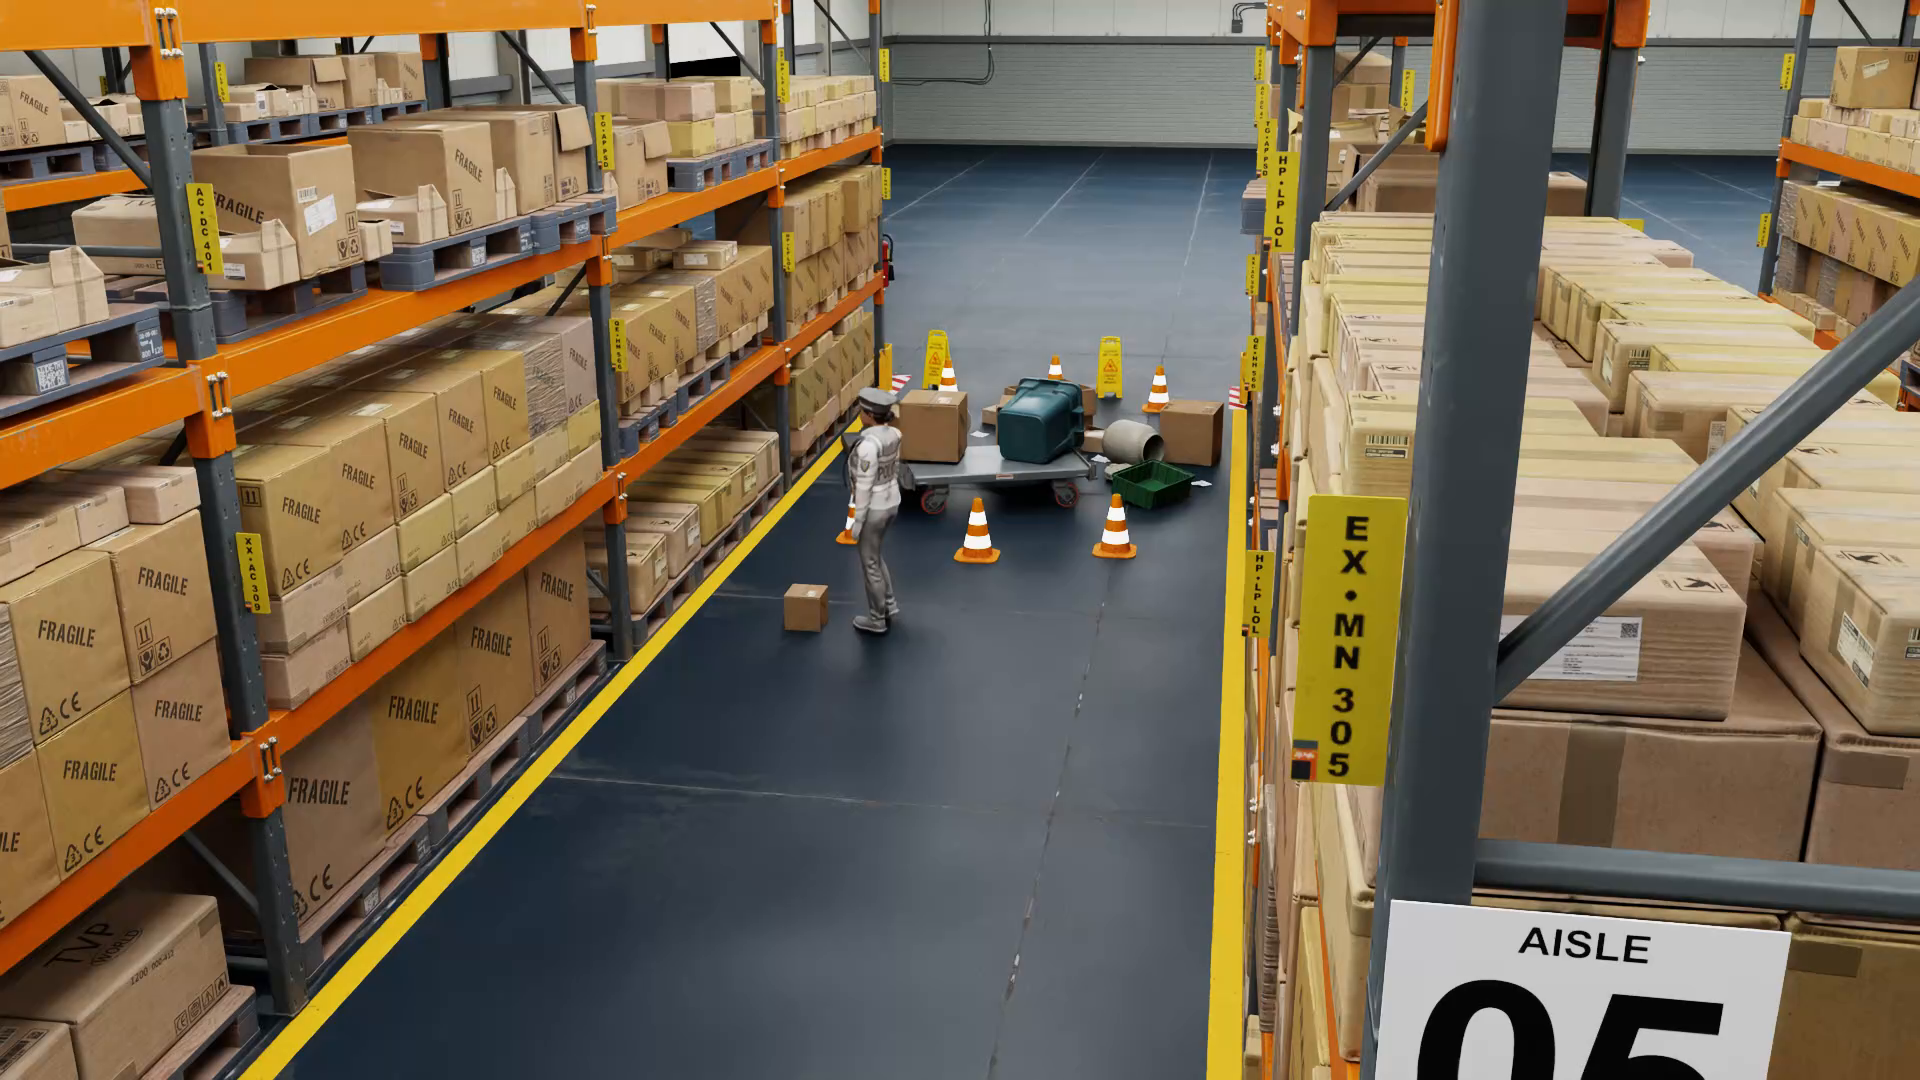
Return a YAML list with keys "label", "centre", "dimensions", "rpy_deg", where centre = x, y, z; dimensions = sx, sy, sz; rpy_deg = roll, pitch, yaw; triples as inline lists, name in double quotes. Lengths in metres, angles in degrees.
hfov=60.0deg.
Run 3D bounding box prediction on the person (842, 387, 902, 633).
- label: "person"
  centre: [-0.581, -0.183, 11.106]
  dimensions: [0.364, 1.712, 0.505]
  rpy_deg: [8, 20, 24]
